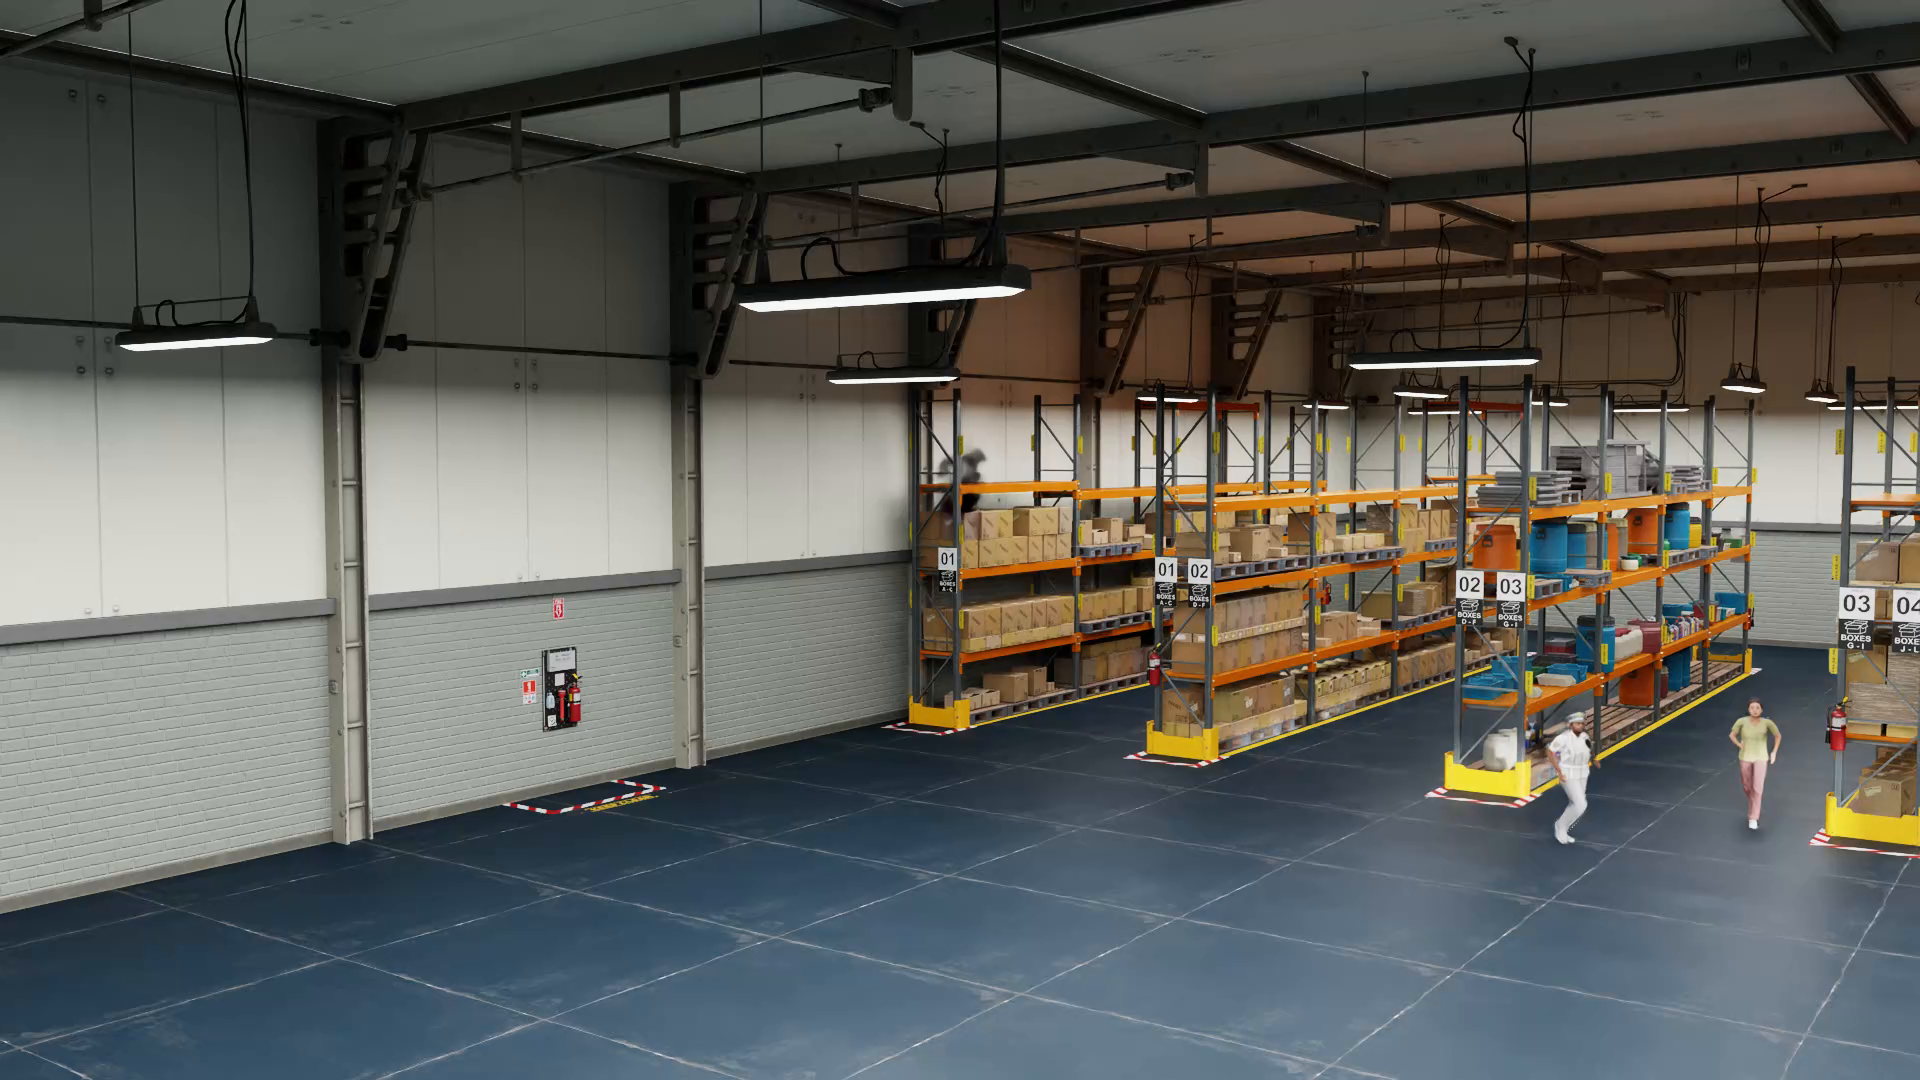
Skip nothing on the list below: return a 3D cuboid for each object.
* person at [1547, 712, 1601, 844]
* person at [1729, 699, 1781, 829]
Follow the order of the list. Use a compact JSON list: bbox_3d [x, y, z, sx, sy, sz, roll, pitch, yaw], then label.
[{"bbox_3d":[7.716,2.976,20.799,0.555,1.675,0.624,-1,4,-24],"label":"person"},{"bbox_3d":[10.532,2.932,22.059,0.616,1.668,0.834,2,4,31],"label":"person"}]
